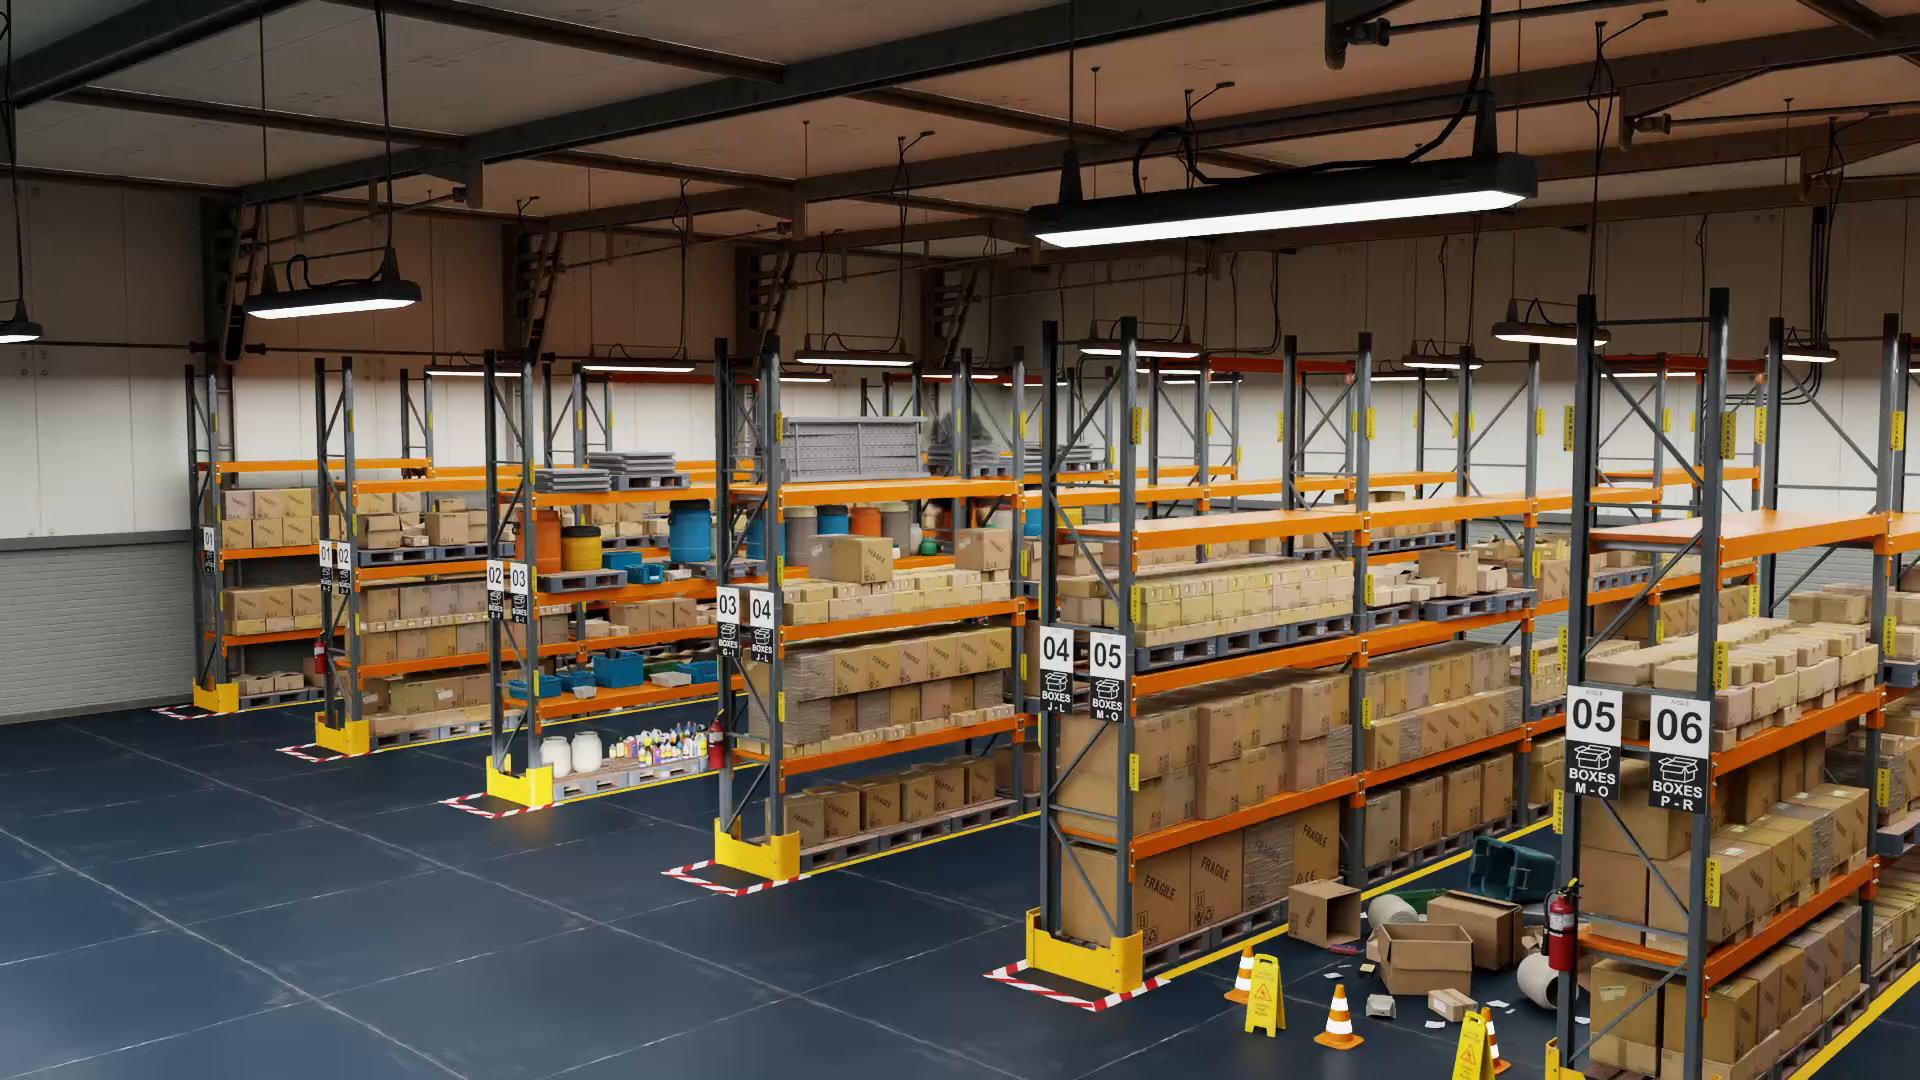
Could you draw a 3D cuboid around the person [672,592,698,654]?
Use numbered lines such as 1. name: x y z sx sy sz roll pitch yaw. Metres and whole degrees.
1. person: -5.327 1.928 32.340 0.689 1.514 0.797 2 5 25
